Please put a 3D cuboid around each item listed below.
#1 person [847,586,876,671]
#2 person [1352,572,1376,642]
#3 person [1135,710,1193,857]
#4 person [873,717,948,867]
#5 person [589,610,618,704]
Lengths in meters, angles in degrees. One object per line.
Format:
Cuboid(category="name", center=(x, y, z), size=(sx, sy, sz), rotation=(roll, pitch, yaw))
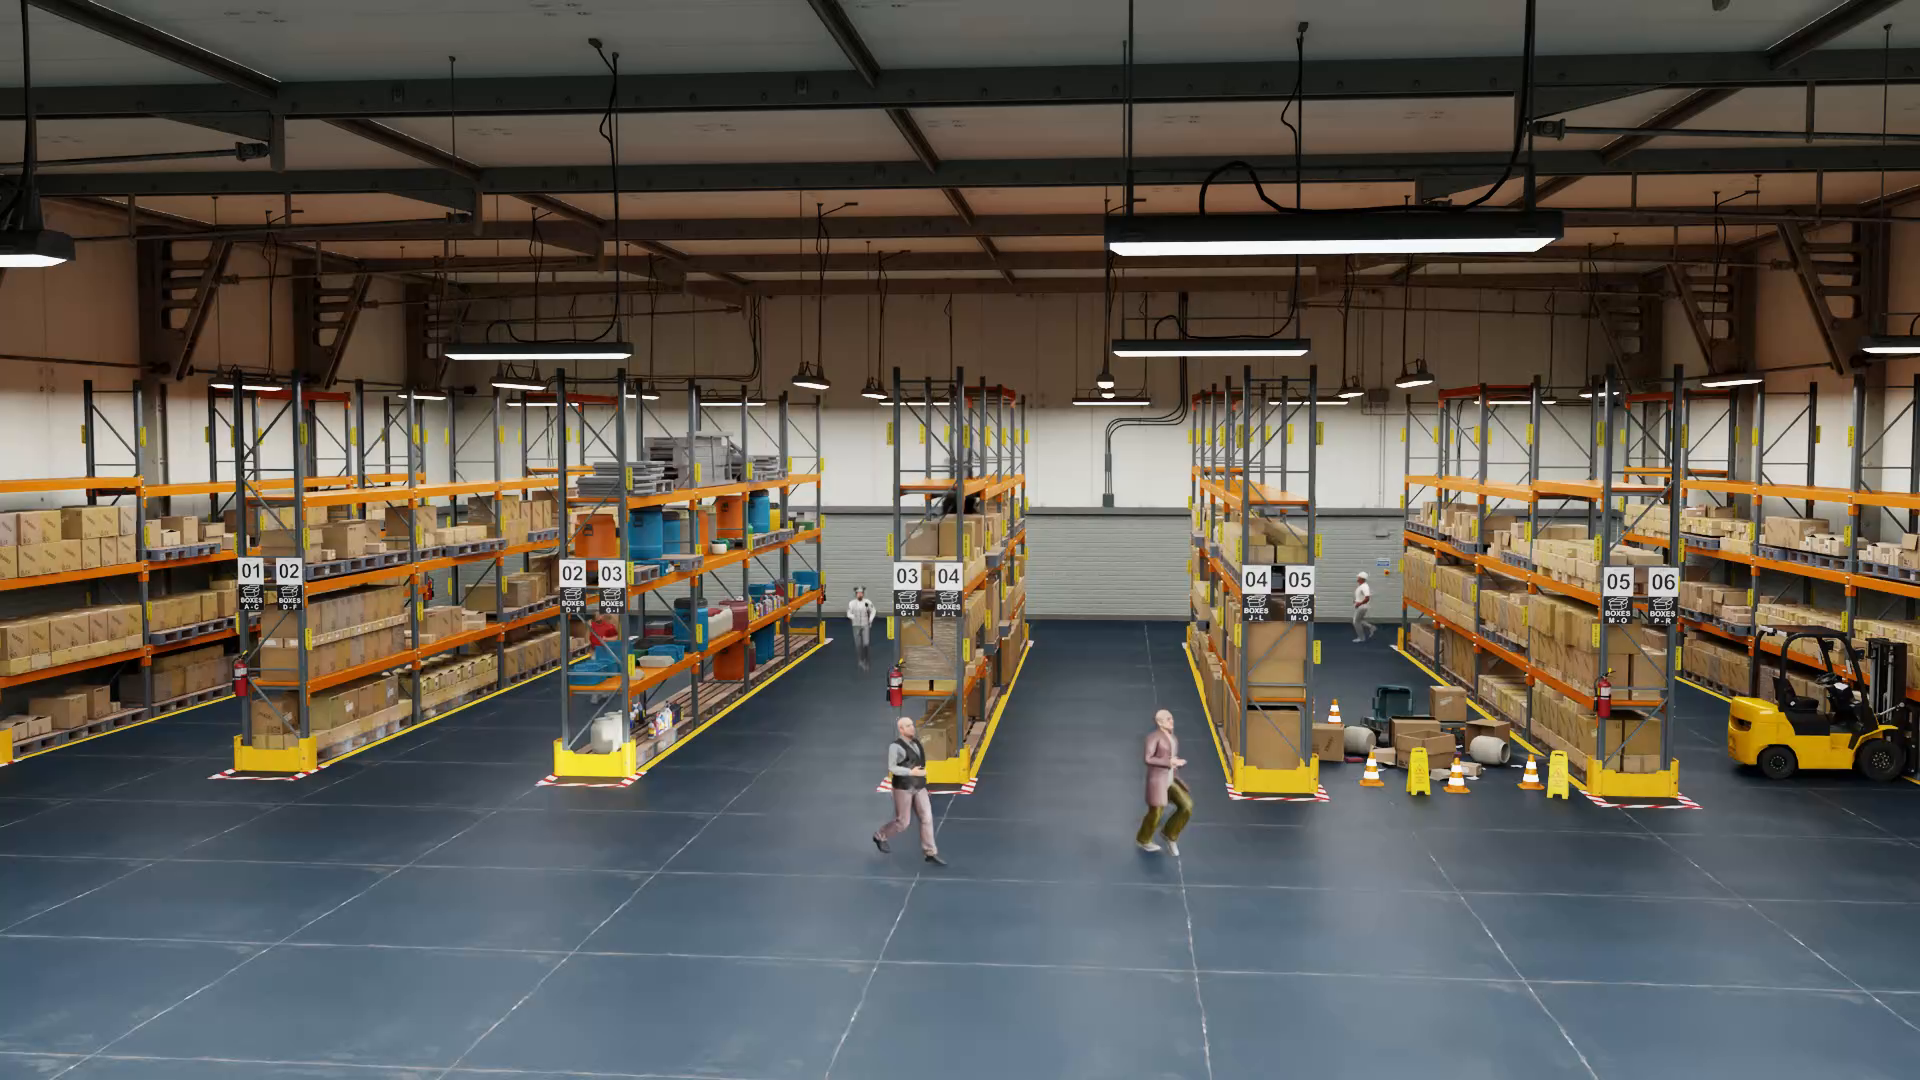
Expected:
Cuboid(category="person", center=(-2.004, 1.798, 33.846), size=(0.588, 1.739, 0.648), rotation=(0, 4, -2))
Cuboid(category="person", center=(9.852, 1.638, 40.451), size=(0.592, 1.723, 0.724), rotation=(1, 4, 11))
Cuboid(category="person", center=(2.403, 2.897, 19.773), size=(0.694, 1.779, 0.787), rotation=(-3, 5, -44))
Cuboid(category="person", center=(-0.581, 2.927, 19.476), size=(1.012, 1.699, 0.671), rotation=(3, 5, 39))
Cuboid(category="person", center=(-6.752, 2.210, 31.441), size=(0.626, 1.810, 0.800), rotation=(0, 4, 3))
